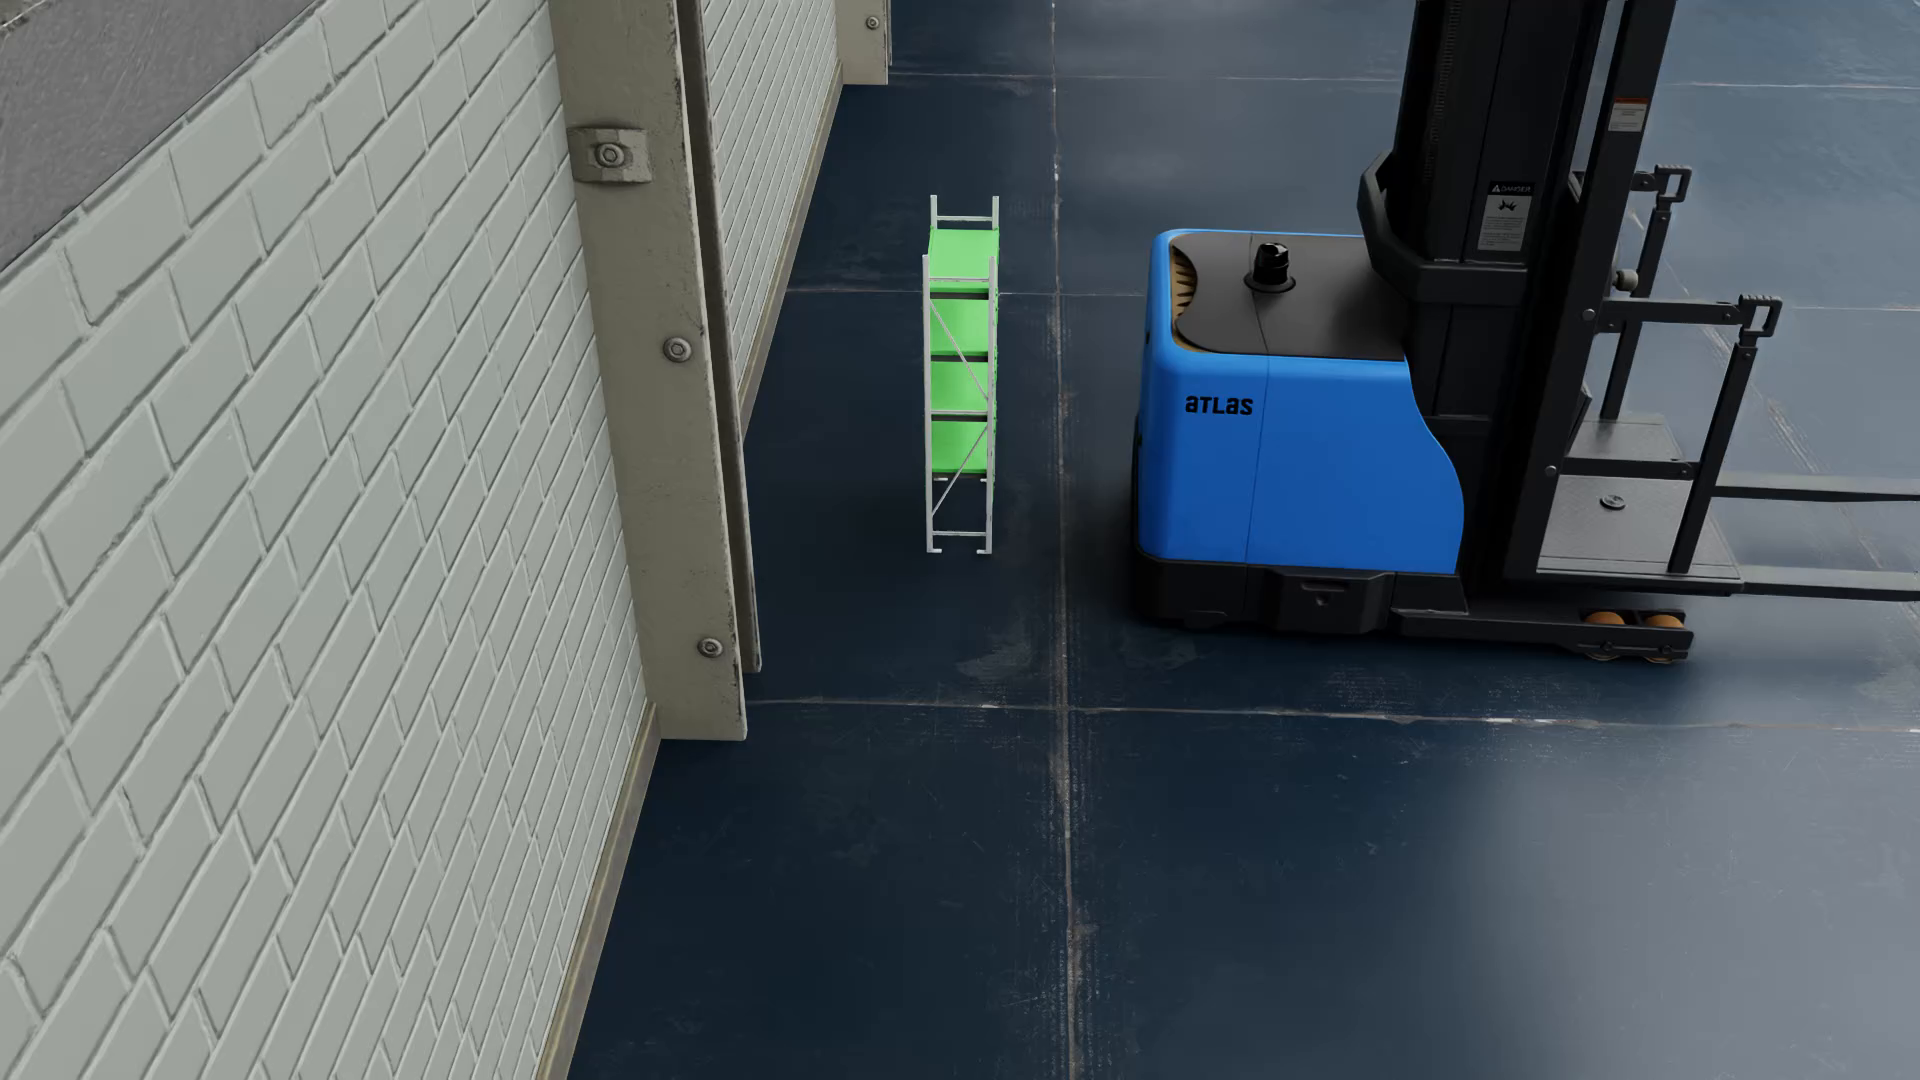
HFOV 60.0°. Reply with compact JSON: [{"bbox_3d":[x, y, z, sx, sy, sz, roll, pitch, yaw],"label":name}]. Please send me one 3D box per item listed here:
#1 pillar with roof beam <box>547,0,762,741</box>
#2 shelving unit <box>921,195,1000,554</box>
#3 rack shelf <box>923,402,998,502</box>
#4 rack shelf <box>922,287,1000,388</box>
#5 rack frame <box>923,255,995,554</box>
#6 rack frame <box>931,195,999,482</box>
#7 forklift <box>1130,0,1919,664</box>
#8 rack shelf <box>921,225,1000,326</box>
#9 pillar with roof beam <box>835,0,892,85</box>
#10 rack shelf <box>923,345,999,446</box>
[{"bbox_3d":[3.465,-3.056,2.773,9.100,9.000,0.400,1,35,2],"label":"pillar with roof beam"},{"bbox_3d":[0.007,-0.586,6.040,0.258,1.200,0.503,1,35,2],"label":"shelving unit"},{"bbox_3d":[0.007,-0.337,6.215,0.258,0.148,0.480,1,35,2],"label":"rack shelf"},{"bbox_3d":[0.007,-0.730,5.939,0.258,0.148,0.480,1,35,2],"label":"rack shelf"},{"bbox_3d":[-0.003,-0.446,5.841,0.240,1.200,0.015,1,35,2],"label":"rack frame"},{"bbox_3d":[0.016,-0.726,6.240,0.240,1.200,0.015,1,35,2],"label":"rack frame"},{"bbox_3d":[2.145,-1.100,5.266,3.031,2.935,1.130,3,35,4],"label":"forklift"},{"bbox_3d":[0.007,-0.926,5.801,0.258,0.148,0.480,1,35,2],"label":"rack shelf"},{"bbox_3d":[3.706,-6.504,7.678,9.100,9.000,0.400,1,35,2],"label":"pillar with roof beam"},{"bbox_3d":[0.007,-0.534,6.077,0.258,0.148,0.480,1,35,2],"label":"rack shelf"}]
